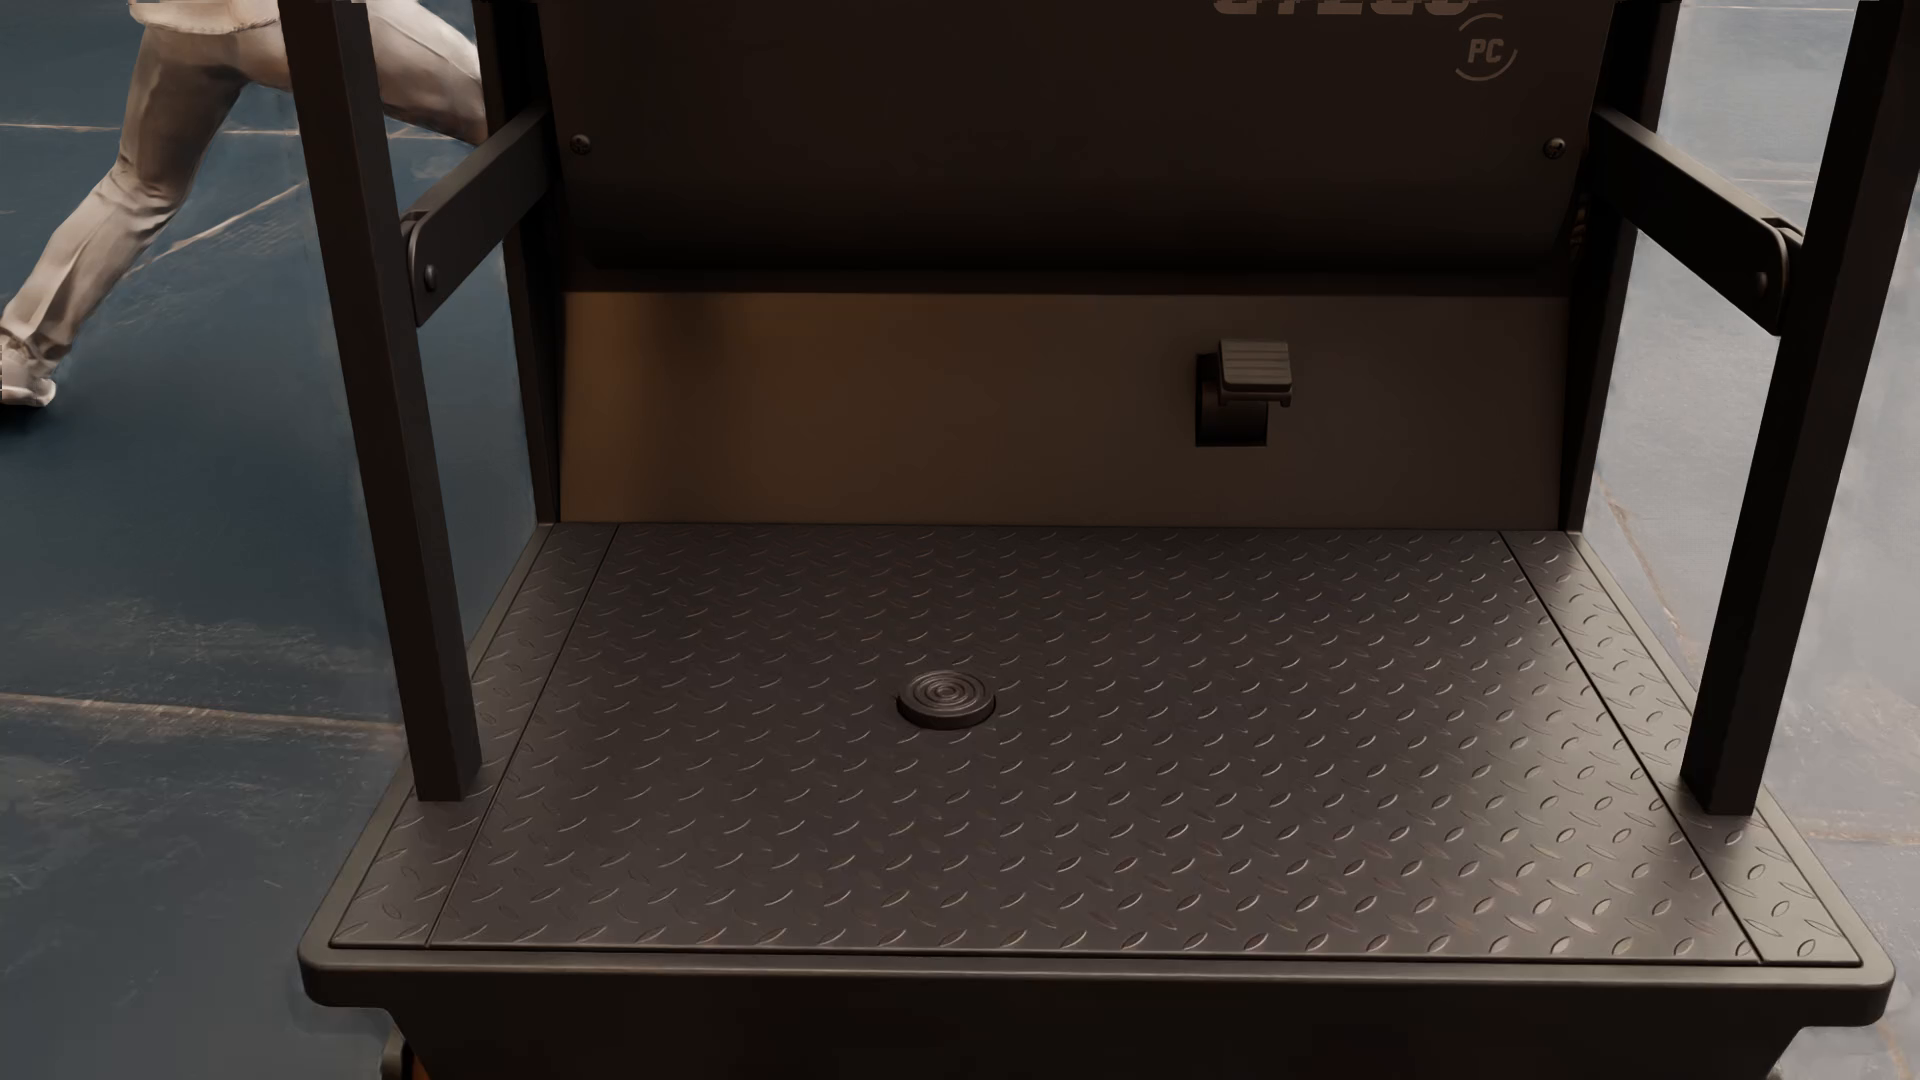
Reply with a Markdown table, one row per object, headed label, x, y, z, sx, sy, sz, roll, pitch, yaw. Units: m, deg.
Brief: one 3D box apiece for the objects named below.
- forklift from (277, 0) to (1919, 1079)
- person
| label | x | y | z | sx | sy | sz | roll | pitch | yaw |
| --- | --- | --- | --- | --- | --- | --- | --- | --- | --- |
| forklift | 0.097 | -0.912 | 1.045 | 1.130 | 2.935 | 3.031 | 0 | 27 | 1 |
| person | -1.137 | -0.953 | 2.773 | 1.066 | 1.489 | 0.958 | 11 | 29 | 22 |
